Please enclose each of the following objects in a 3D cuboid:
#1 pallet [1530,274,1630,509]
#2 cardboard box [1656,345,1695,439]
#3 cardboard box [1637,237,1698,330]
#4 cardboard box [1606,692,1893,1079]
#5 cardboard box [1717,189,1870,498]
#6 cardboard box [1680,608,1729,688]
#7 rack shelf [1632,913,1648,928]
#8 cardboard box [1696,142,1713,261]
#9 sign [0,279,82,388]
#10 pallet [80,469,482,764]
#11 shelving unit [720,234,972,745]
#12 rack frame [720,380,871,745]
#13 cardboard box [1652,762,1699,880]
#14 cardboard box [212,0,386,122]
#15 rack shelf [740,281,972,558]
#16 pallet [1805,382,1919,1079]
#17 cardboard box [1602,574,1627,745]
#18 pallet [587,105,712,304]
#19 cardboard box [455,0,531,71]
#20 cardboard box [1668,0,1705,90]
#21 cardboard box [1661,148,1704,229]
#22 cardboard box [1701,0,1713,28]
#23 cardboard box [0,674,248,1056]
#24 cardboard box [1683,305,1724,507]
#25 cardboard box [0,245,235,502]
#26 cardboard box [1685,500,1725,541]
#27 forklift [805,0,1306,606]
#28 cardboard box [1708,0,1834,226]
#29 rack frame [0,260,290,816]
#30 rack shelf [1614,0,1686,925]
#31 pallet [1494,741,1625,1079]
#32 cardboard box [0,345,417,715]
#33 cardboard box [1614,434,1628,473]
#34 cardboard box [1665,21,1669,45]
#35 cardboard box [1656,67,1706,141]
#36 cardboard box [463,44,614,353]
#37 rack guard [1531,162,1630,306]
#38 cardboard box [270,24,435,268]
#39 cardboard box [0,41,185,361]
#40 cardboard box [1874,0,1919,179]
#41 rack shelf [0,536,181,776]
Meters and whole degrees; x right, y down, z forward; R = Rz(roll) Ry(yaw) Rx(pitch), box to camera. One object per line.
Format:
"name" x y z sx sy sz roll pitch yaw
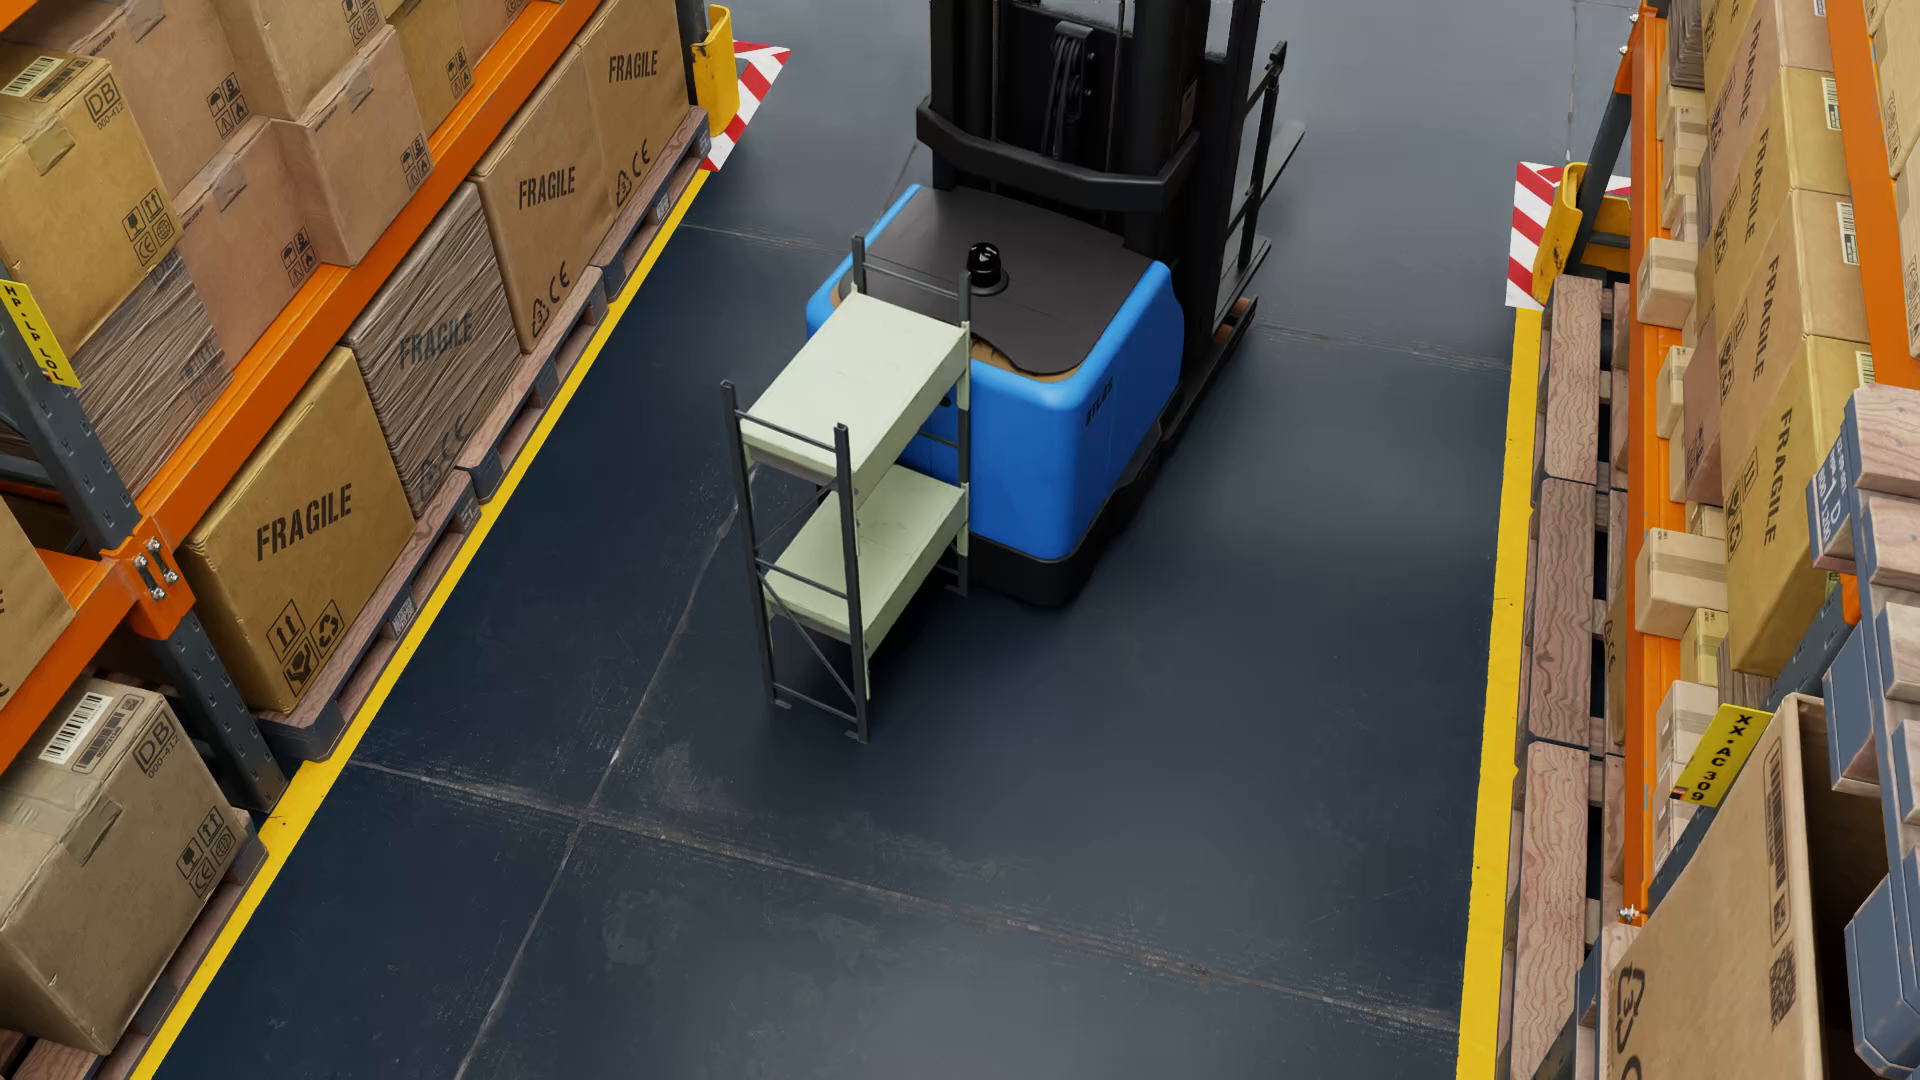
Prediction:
"pallet" 2.816 -0.516 6.565 1.003 0.211 1.213 12 50 10
"cardboard box" 2.213 -0.394 4.764 0.380 0.149 0.250 12 50 10
"cardboard box" 2.291 -0.766 5.093 0.380 0.149 0.250 12 50 10
"cardboard box" 1.687 1.028 2.661 1.000 1.000 1.000 12 50 10
"cardboard box" 2.014 -0.385 3.657 0.500 0.500 0.500 12 50 10
"cardboard box" 2.003 0.341 4.116 0.380 0.149 0.250 12 50 10
"rack shelf" 1.505 2.504 2.520 1.077 0.370 4.000 12 50 10
"cardboard box" 2.724 -1.075 4.933 0.875 0.500 0.500 12 50 10
"sign" -2.201 -0.490 3.962 0.100 0.325 0.005 12 50 10
"pallet" -2.452 0.155 5.972 1.003 0.211 1.213 12 50 10
"shelving unit" -0.318 -0.120 5.355 0.431 1.500 0.755 21 52 18
"rack frame" -0.486 0.124 5.140 0.400 1.500 0.023 21 52 18
"cardboard box" 1.804 0.688 3.809 0.380 0.149 0.250 12 50 10
"cardboard box" -2.290 -1.684 4.916 0.875 0.550 0.550 12 50 10
"rack shelf" -0.318 -0.378 5.063 0.431 0.370 0.720 21 52 18
"pallet" 1.766 0.314 2.097 1.213 0.211 1.003 12 50 10
"cardboard box" 2.406 0.345 5.332 0.500 0.500 0.500 8 49 7
"pallet" -1.810 -1.610 7.530 1.003 0.211 1.213 12 50 10
"cardboard box" -2.121 -2.116 6.017 0.875 0.550 0.550 12 50 10
"cardboard box" 2.913 -1.814 5.585 0.875 0.500 0.500 12 50 10
"cardboard box" 2.496 -1.113 5.399 0.380 0.149 0.250 12 50 10
"cardboard box" 2.538 -1.832 4.935 0.500 0.500 0.500 12 50 10
"cardboard box" -2.804 0.839 4.729 1.050 0.750 0.750 11 50 10
"cardboard box" 2.409 -0.362 4.304 0.875 0.500 0.500 12 50 10
"cardboard box" -2.642 -0.552 4.636 0.875 0.550 0.550 12 50 10
"cardboard box" 2.154 -0.017 4.432 0.380 0.149 0.250 12 50 10
"forklift" 0.593 -1.846 5.925 1.130 2.935 3.031 21 52 18
"cardboard box" 2.282 -1.108 4.295 0.500 0.500 0.500 12 50 10
"rack frame" -2.727 -0.233 4.455 1.000 3.000 0.127 12 50 10
"rack shelf" 2.558 -0.390 5.073 1.077 0.370 4.000 12 50 10
"pallet" 2.174 1.249 5.007 1.003 0.211 1.213 12 50 10
"cardboard box" -2.494 -0.110 5.484 0.875 0.875 0.875 12 50 11
"cardboard box" 2.779 -0.499 6.077 0.500 0.500 0.500 24 53 20
"cardboard box" 2.779 -1.832 6.034 0.380 0.149 0.250 12 50 10
"cardboard box" 2.614 -1.477 5.721 0.380 0.149 0.250 12 50 10
"cardboard box" -2.019 -1.422 6.641 0.875 0.875 0.875 11 49 9
"rack guard" 3.064 -1.192 6.969 1.175 0.500 0.348 12 50 10
"cardboard box" -2.263 -1.322 5.316 0.875 0.550 0.550 12 50 10
"cardboard box" -2.597 -0.900 4.223 0.875 0.550 0.550 12 50 10
"cardboard box" 2.047 -0.881 3.126 0.500 0.250 0.500 13 50 11
"rack shelf" -3.254 1.452 3.448 1.077 0.370 4.000 12 50 10
